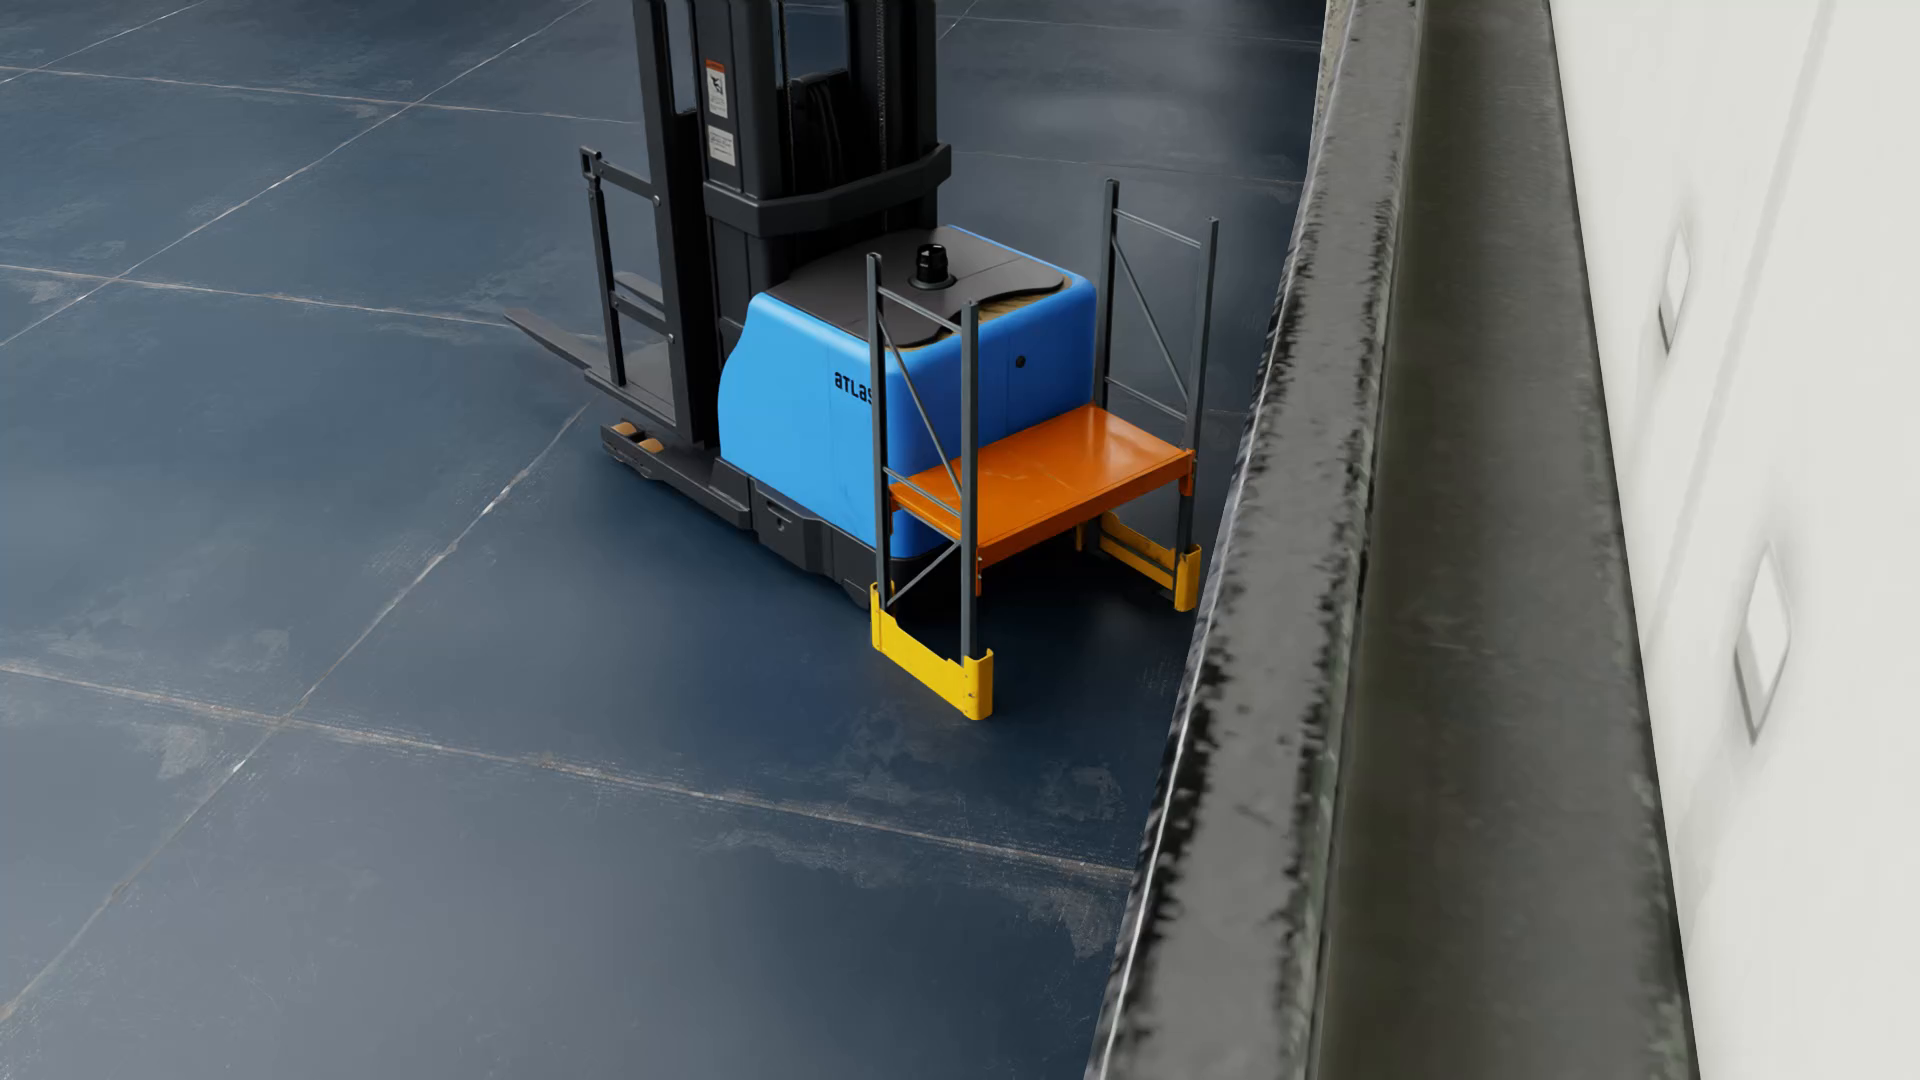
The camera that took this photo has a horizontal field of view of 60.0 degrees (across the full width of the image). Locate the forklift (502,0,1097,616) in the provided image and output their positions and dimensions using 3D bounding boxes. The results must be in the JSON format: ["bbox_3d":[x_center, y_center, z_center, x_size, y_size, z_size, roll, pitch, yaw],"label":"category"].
[{"bbox_3d":[-0.869,-1.661,6.410,1.130,2.935,3.031,-27,41,-36],"label":"forklift"}]

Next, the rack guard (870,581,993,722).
[{"bbox_3d":[-0.102,0.372,5.711,0.087,0.250,0.587,-24,40,-33],"label":"rack guard"}]

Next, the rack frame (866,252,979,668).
[{"bbox_3d":[-0.117,-0.148,5.365,0.032,1.500,0.500,-24,40,-33],"label":"rack frame"}]

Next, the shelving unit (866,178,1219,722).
[{"bbox_3d":[0.280,-0.326,5.645,1.083,1.500,0.587,-24,40,-33],"label":"shelving unit"}]

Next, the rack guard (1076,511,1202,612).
[{"bbox_3d":[0.663,0.030,6.250,0.087,0.250,0.587,-24,40,-33],"label":"rack guard"}]

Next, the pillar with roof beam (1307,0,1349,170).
[{"bbox_3d":[-3.228,-3.330,3.381,9.100,9.000,0.400,8,33,12],"label":"pillar with roof beam"}]

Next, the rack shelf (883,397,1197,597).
[{"bbox_3d":[0.273,-0.171,5.737,1.000,0.185,0.538,-24,40,-33],"label":"rack shelf"}]

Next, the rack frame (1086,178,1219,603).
[{"bbox_3d":[0.664,-0.498,5.915,0.032,1.500,0.500,-24,40,-33],"label":"rack frame"}]
